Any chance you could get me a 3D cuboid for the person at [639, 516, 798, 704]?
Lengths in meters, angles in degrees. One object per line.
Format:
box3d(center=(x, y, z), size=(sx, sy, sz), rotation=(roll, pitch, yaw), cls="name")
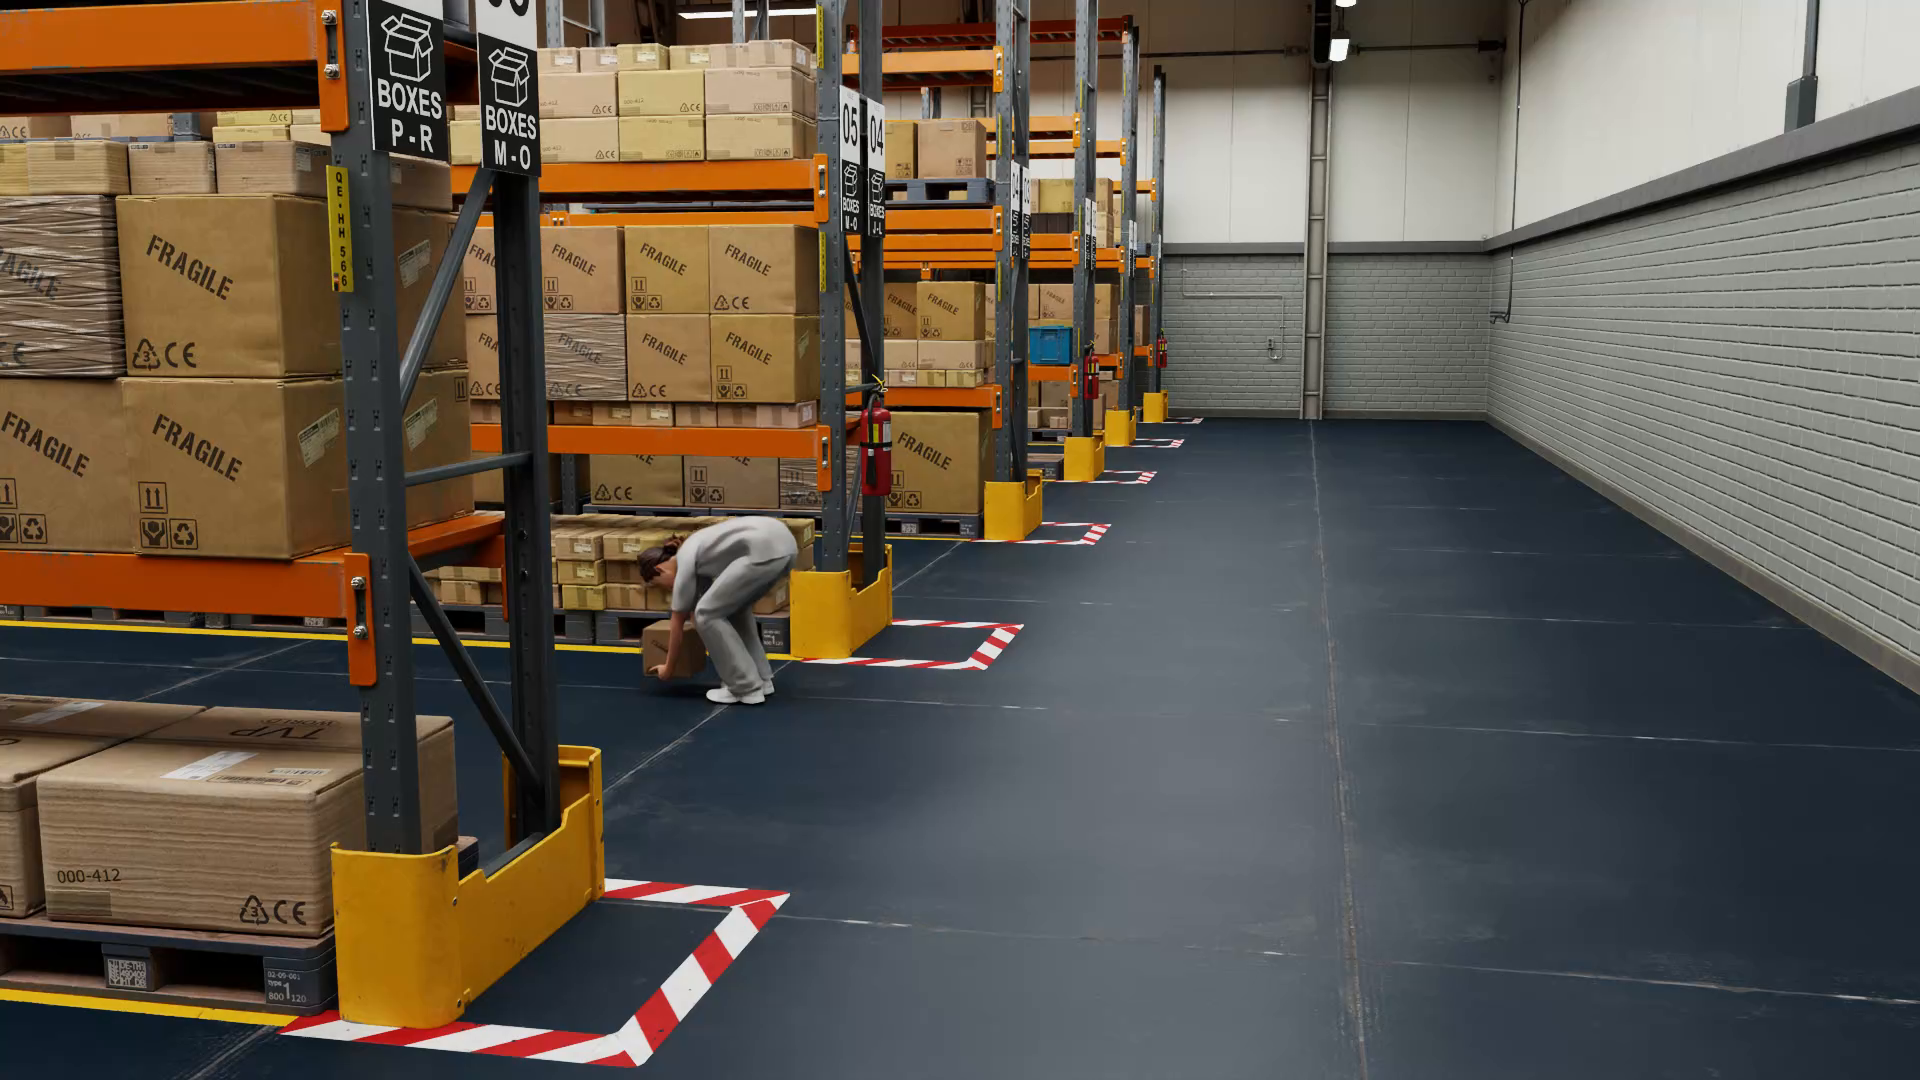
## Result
box3d(center=(-1.252, 0.342, 8.534), size=(0.853, 0.937, 0.457), rotation=(2, 8, 17), cls="person")
